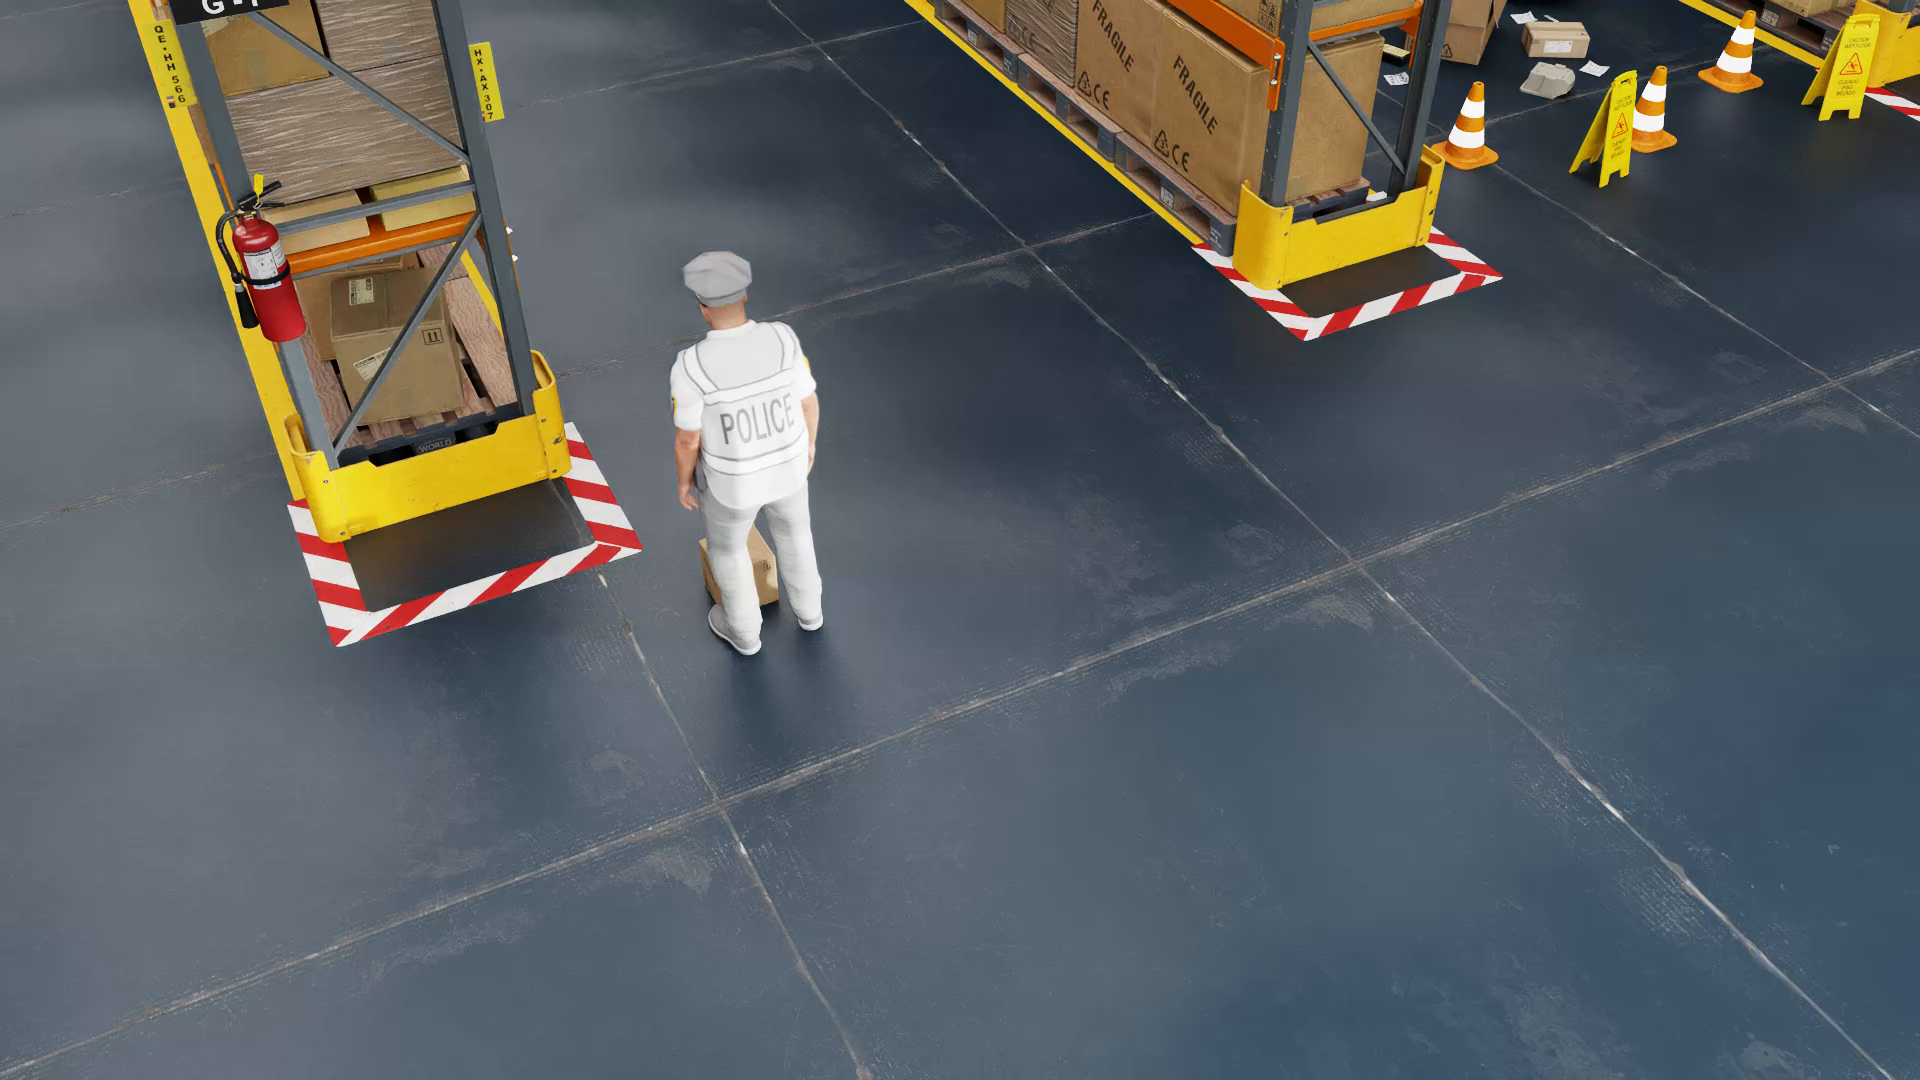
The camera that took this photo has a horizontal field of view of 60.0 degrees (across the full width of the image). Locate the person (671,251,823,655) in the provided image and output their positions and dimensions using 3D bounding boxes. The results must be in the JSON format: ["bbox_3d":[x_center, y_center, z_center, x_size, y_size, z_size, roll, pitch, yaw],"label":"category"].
[{"bbox_3d":[-0.814,-0.281,6.475,0.586,1.748,0.436,-19,44,-20],"label":"person"}]
